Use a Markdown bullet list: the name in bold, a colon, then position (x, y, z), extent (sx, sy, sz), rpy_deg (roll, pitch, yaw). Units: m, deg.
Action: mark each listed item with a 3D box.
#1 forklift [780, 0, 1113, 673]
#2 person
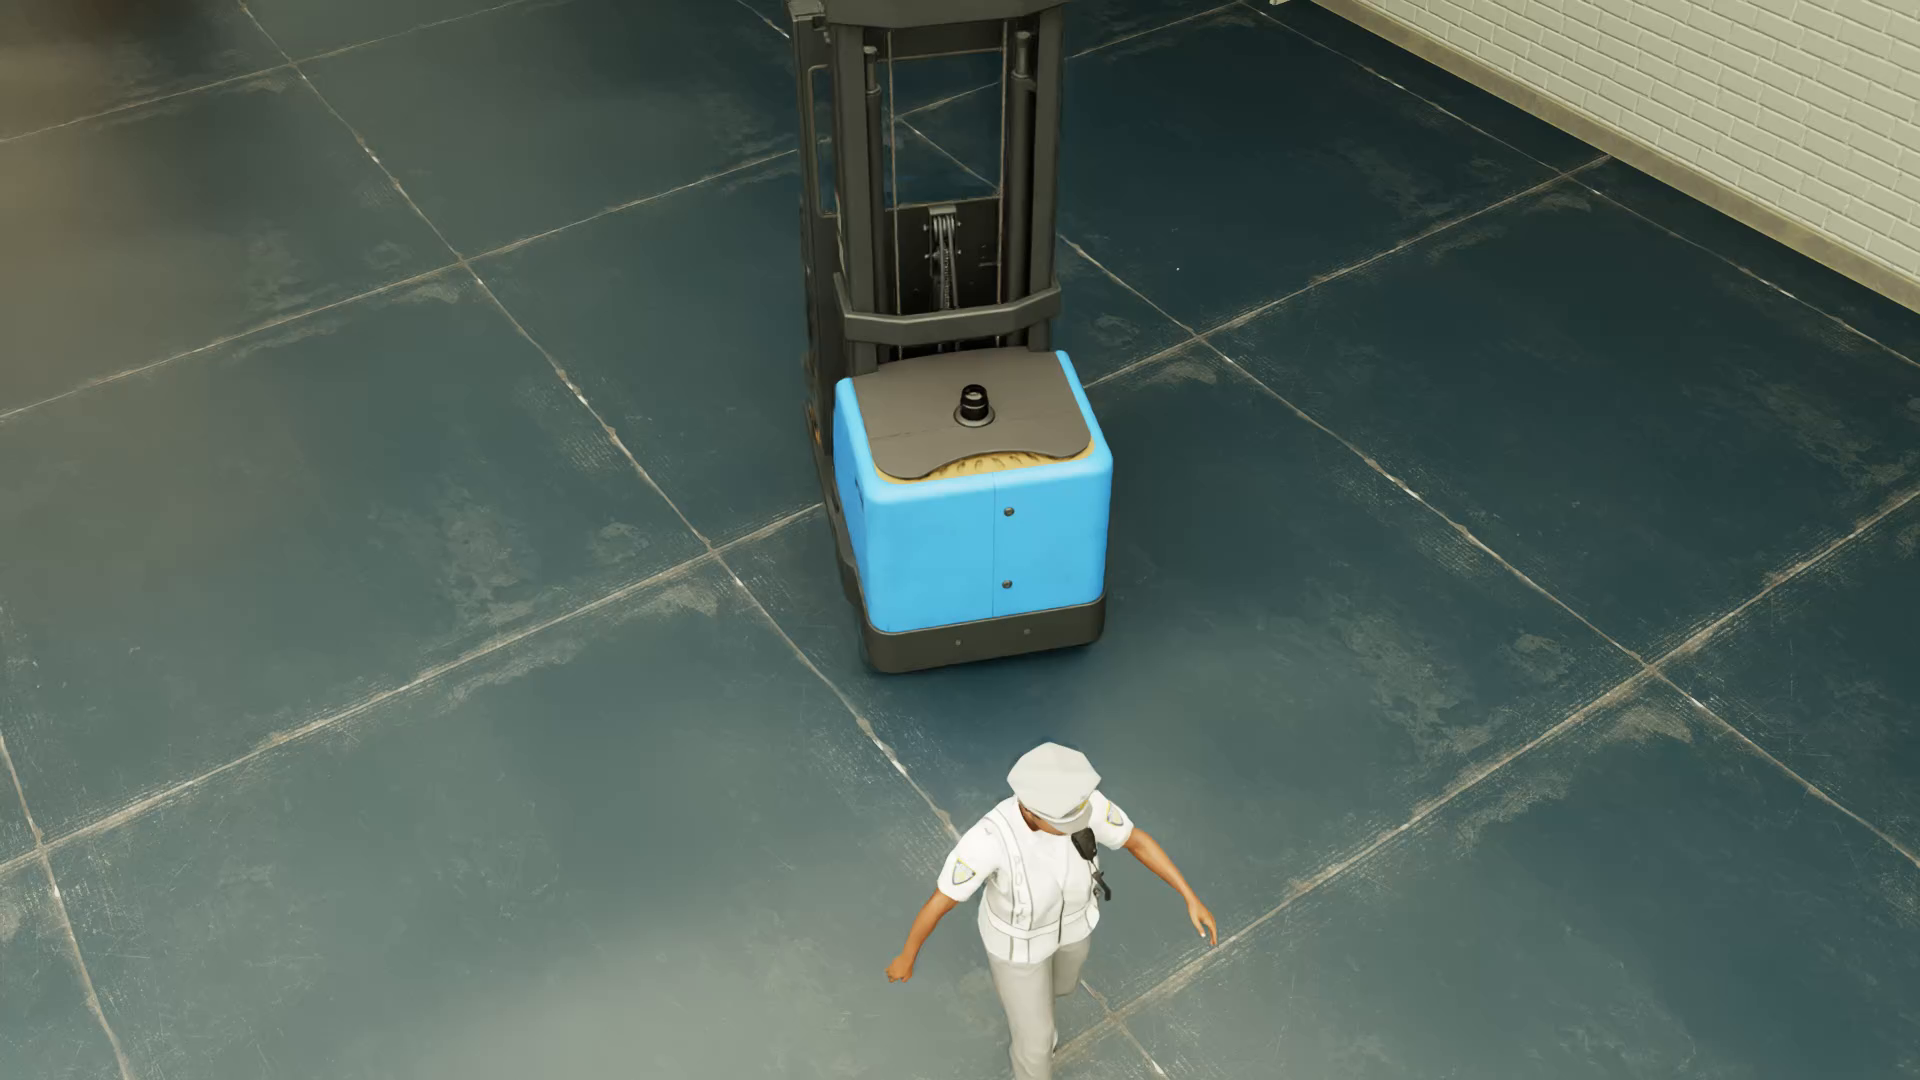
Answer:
- **forklift**: position (-0.177, -1.515, 7.360), extent (1.130, 2.935, 3.031), rpy_deg (-8, 43, -9)
- **person**: position (0.253, 1.306, 5.276), extent (0.899, 1.648, 0.708), rpy_deg (-22, 47, -22)
